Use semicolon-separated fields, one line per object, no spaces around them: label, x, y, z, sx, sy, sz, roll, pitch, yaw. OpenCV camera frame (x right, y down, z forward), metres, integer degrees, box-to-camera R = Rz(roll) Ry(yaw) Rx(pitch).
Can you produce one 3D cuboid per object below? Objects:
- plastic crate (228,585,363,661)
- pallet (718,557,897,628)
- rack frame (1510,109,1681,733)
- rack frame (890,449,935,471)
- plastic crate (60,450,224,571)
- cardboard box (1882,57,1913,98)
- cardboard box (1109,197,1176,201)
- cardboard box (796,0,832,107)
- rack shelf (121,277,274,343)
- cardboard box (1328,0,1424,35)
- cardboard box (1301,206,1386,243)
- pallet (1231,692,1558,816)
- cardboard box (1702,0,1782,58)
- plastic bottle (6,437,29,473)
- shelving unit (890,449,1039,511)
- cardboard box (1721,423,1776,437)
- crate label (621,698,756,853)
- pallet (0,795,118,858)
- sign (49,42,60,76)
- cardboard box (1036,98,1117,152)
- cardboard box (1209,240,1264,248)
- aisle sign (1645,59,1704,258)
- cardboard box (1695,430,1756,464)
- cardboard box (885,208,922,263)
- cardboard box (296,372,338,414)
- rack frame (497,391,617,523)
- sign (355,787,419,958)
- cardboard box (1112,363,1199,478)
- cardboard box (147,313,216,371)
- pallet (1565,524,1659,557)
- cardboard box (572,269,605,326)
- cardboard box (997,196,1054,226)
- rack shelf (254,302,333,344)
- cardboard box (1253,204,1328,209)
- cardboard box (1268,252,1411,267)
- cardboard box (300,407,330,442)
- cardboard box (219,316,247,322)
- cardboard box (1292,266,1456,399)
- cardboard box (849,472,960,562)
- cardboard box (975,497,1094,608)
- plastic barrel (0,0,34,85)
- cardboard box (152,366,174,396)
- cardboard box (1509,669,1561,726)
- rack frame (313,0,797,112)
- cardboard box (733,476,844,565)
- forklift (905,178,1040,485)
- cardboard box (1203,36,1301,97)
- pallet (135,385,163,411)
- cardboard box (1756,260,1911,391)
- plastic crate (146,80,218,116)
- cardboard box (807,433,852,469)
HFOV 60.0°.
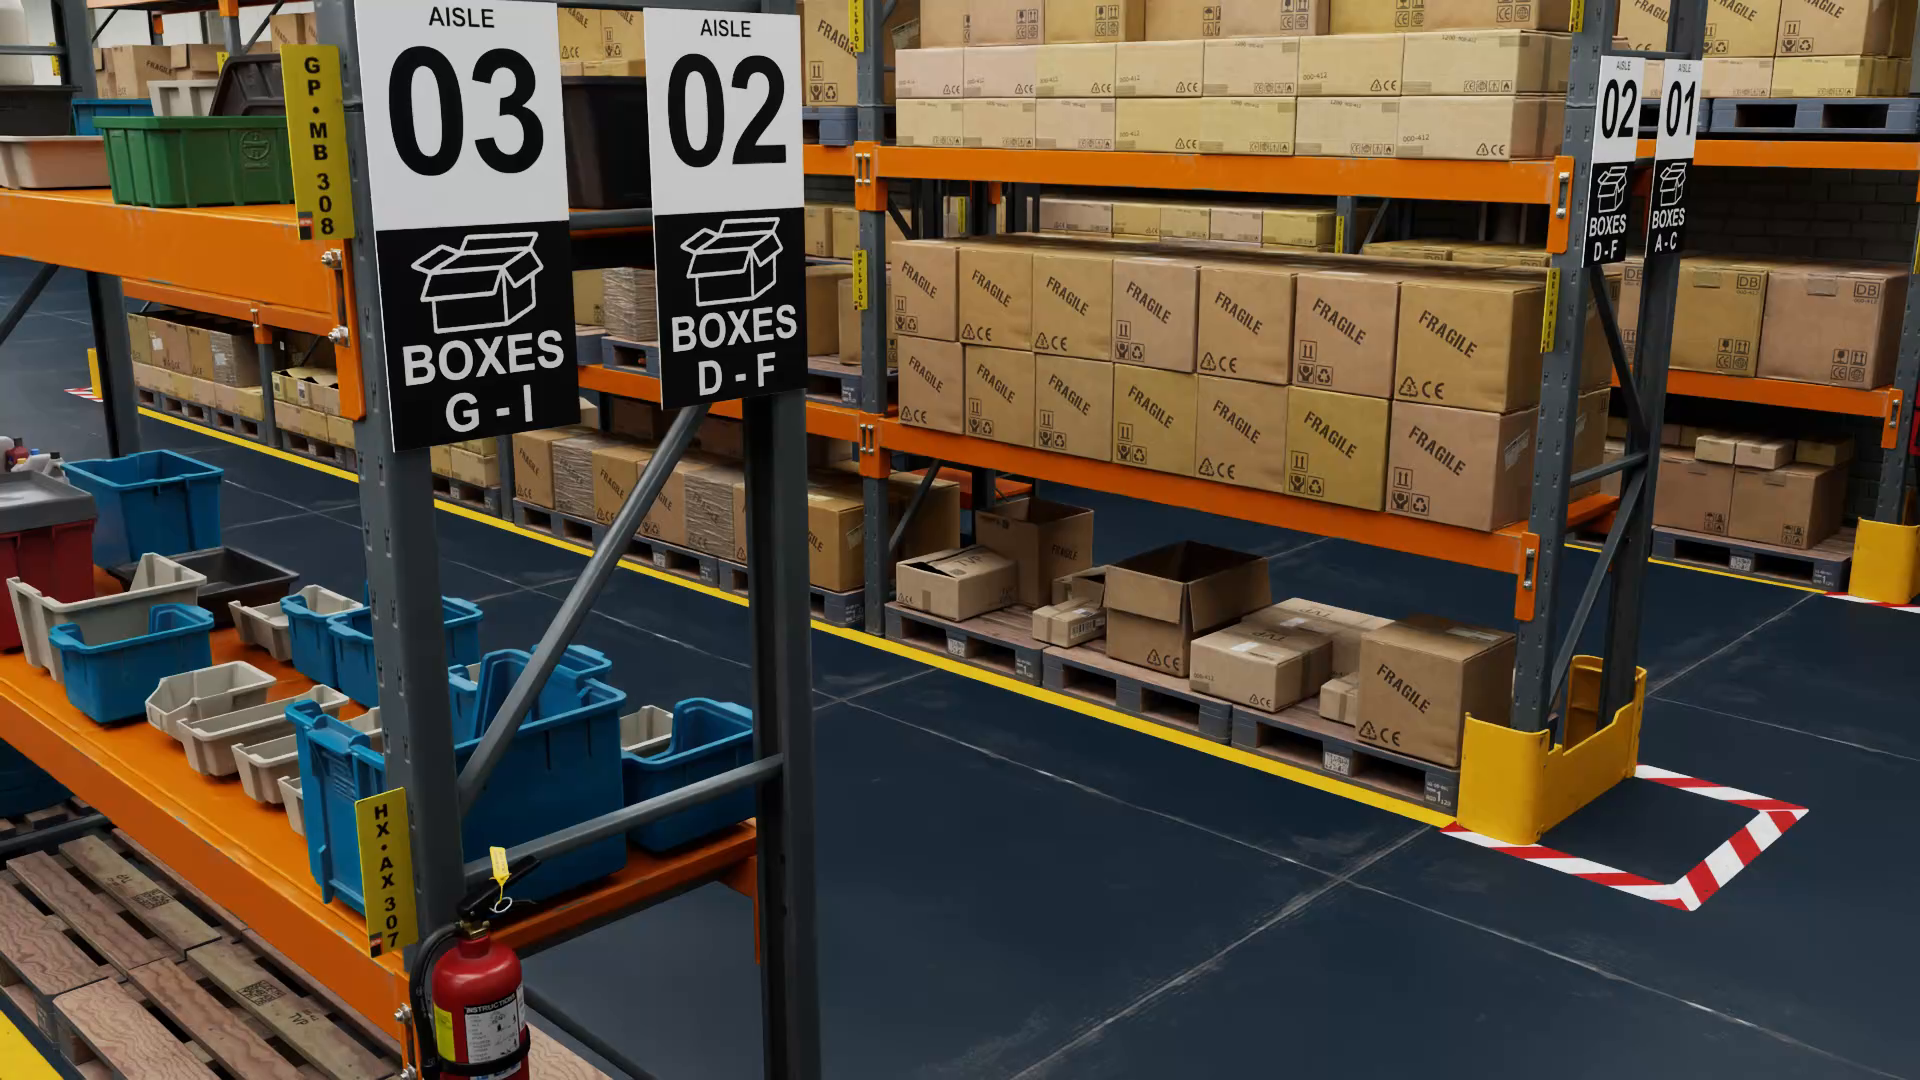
plastic crate;-2.149;0.266;5.366;0.466;0.136;0.293;14;20;42
pallet;-0.782;0.233;10.621;1.213;0.211;1.003;14;20;42
rack frame;2.709;-0.281;7.062;0.127;3.000;1.000;14;20;42
rack frame;-0.361;-0.632;12.127;0.032;1.125;0.500;14;20;42
plastic crate;-3.038;-0.084;6.219;0.575;0.384;0.392;14;20;42
cardboard box;5.790;-2.984;10.752;0.500;0.250;0.500;-13;20;-41
cardboard box;1.630;-2.932;14.921;0.500;0.250;0.500;13;19;41
cardboard box;-0.979;-2.947;10.115;0.600;0.600;0.600;13;20;42
rack shelf;-7.369;-2.383;16.556;4.000;0.370;1.077;14;20;42
cardboard box;2.027;-2.455;7.274;0.500;0.500;0.700;14;20;42
cardboard box;3.115;-2.574;13.546;0.500;0.250;0.500;-14;20;-42
pallet;2.080;0.916;8.000;1.213;0.211;1.003;14;20;42
cardboard box;5.076;-3.343;10.642;0.500;0.500;0.500;-14;20;-43
plastic bottle;-4.218;-0.323;7.456;0.133;0.283;0.061;14;20;42
shelving unit;0.005;-0.543;11.786;1.048;1.125;0.538;14;20;42
cardboard box;5.435;-0.696;11.492;0.250;0.149;0.380;14;20;42
crate label;-0.681;0.566;4.023;0.303;0.233;0.416;14;20;42
pallet;-4.138;1.124;7.200;1.213;0.211;1.003;14;20;42
sign;-9.198;-4.895;16.928;0.005;0.325;0.100;14;20;42
cardboard box;0.724;-2.054;8.215;0.500;0.250;0.500;14;20;42
cardboard box;2.384;-2.206;13.620;0.500;0.500;0.500;14;20;43
aisle sign;2.962;-1.581;6.893;0.004;0.787;0.394;14;20;42
cardboard box;5.168;-0.627;11.227;0.380;0.149;0.250;-14;20;-43
cardboard box;-0.380;-3.016;16.486;0.500;0.500;0.700;11;18;37
cardboard box;-5.448;-1.319;14.554;0.500;0.311;0.500;13;20;42
rack frame;-3.050;-1.681;12.436;0.127;3.000;1.000;14;20;42
sign;-1.102;0.641;3.200;0.005;0.325;0.100;14;20;42
cardboard box;1.104;-0.625;8.184;0.500;0.500;0.500;13;20;41
cardboard box;-7.847;-2.010;16.832;0.500;0.500;0.500;14;20;42
pallet;4.641;-0.171;12.169;1.213;0.211;1.003;14;20;42
cardboard box;-2.518;-1.843;12.026;0.500;0.500;0.700;7;16;24
cardboard box;0.555;-3.015;15.238;0.500;0.250;0.500;-14;20;-43
rack shelf;-4.489;-1.683;13.870;4.000;0.370;1.077;14;20;42
cardboard box;2.734;-2.664;13.892;0.500;0.250;0.500;14;20;43
cardboard box;1.835;-1.118;8.091;0.500;0.500;0.500;14;20;43
cardboard box;-5.444;-1.049;14.628;0.500;0.250;0.500;-14;20;-43
cardboard box;-7.127;-2.017;16.857;0.500;0.500;0.500;14;20;42
cardboard box;1.834;-0.930;7.370;0.500;0.500;0.500;-14;20;-43
cardboard box;-0.349;-0.113;10.503;0.500;0.500;0.500;13;19;40
cardboard box;0.437;0.064;9.824;0.500;0.500;0.500;14;20;42
plastic barrel;-3.816;-1.941;6.381;0.433;0.535;0.433;0;15;0
cardboard box;-7.855;-1.645;16.918;0.500;0.250;0.500;14;20;42
cardboard box;2.646;0.750;7.887;0.250;0.149;0.380;14;20;42
rack frame;-0.731;-2.286;2.858;0.127;3.000;1.000;14;20;42
cardboard box;-1.074;-0.107;10.478;0.500;0.500;0.500;14;20;42
forklift;0.137;-2.163;14.422;1.130;2.935;3.031;0;15;2
cardboard box;1.445;-2.121;7.482;0.500;0.250;0.500;14;20;42
pallet;-8.229;-1.606;17.676;1.213;0.211;1.003;14;20;42
cardboard box;5.771;-1.414;10.813;0.980;0.700;0.700;-13;20;-42
plastic crate;-2.113;-1.221;4.955;0.530;0.282;0.437;14;20;42
cardboard box;-1.069;-0.651;11.081;0.500;0.250;0.500;14;20;42
